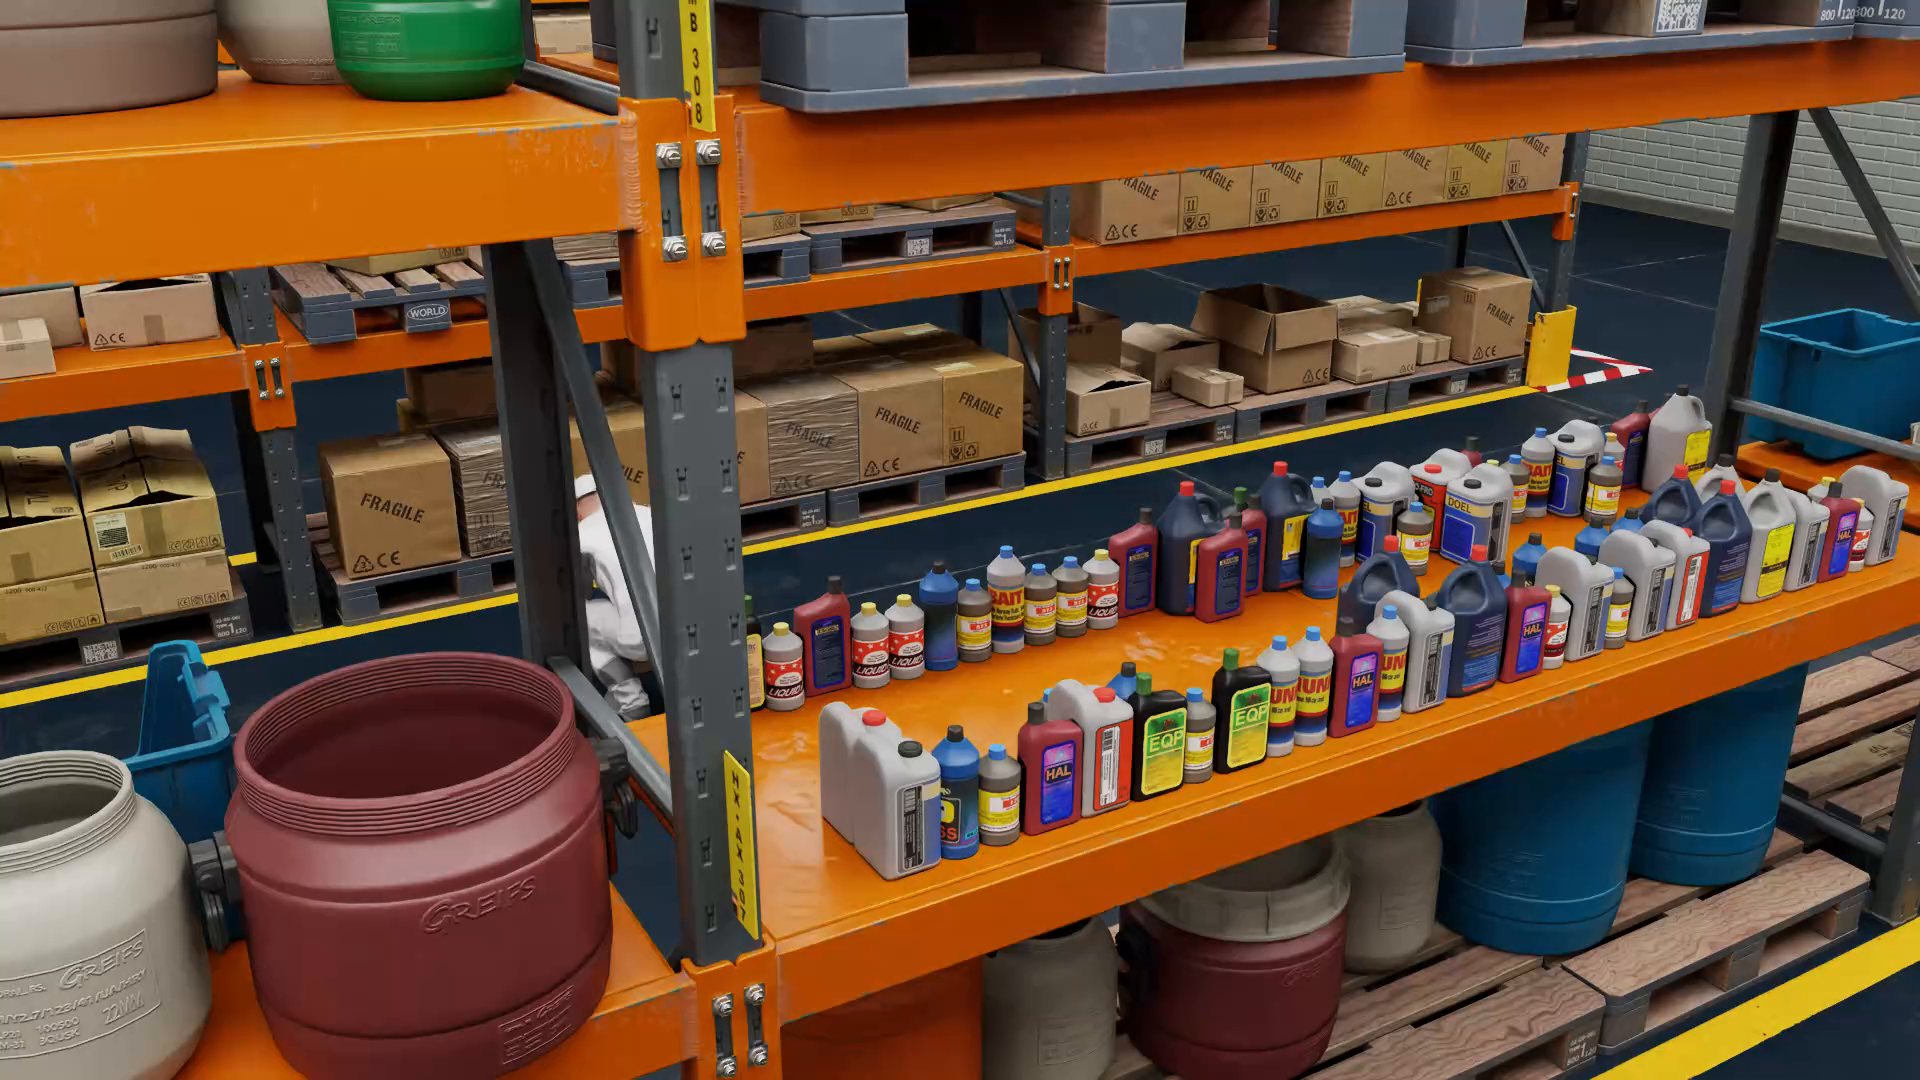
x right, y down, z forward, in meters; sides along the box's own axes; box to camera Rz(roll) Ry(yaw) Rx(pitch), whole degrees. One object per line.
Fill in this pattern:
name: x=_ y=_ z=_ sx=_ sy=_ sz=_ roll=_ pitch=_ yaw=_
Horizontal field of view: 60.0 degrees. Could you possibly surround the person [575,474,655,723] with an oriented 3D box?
person: x=-1.313 y=0.241 z=6.709 sx=0.562 sy=0.879 sz=0.889 roll=-12 pitch=25 yaw=-28
